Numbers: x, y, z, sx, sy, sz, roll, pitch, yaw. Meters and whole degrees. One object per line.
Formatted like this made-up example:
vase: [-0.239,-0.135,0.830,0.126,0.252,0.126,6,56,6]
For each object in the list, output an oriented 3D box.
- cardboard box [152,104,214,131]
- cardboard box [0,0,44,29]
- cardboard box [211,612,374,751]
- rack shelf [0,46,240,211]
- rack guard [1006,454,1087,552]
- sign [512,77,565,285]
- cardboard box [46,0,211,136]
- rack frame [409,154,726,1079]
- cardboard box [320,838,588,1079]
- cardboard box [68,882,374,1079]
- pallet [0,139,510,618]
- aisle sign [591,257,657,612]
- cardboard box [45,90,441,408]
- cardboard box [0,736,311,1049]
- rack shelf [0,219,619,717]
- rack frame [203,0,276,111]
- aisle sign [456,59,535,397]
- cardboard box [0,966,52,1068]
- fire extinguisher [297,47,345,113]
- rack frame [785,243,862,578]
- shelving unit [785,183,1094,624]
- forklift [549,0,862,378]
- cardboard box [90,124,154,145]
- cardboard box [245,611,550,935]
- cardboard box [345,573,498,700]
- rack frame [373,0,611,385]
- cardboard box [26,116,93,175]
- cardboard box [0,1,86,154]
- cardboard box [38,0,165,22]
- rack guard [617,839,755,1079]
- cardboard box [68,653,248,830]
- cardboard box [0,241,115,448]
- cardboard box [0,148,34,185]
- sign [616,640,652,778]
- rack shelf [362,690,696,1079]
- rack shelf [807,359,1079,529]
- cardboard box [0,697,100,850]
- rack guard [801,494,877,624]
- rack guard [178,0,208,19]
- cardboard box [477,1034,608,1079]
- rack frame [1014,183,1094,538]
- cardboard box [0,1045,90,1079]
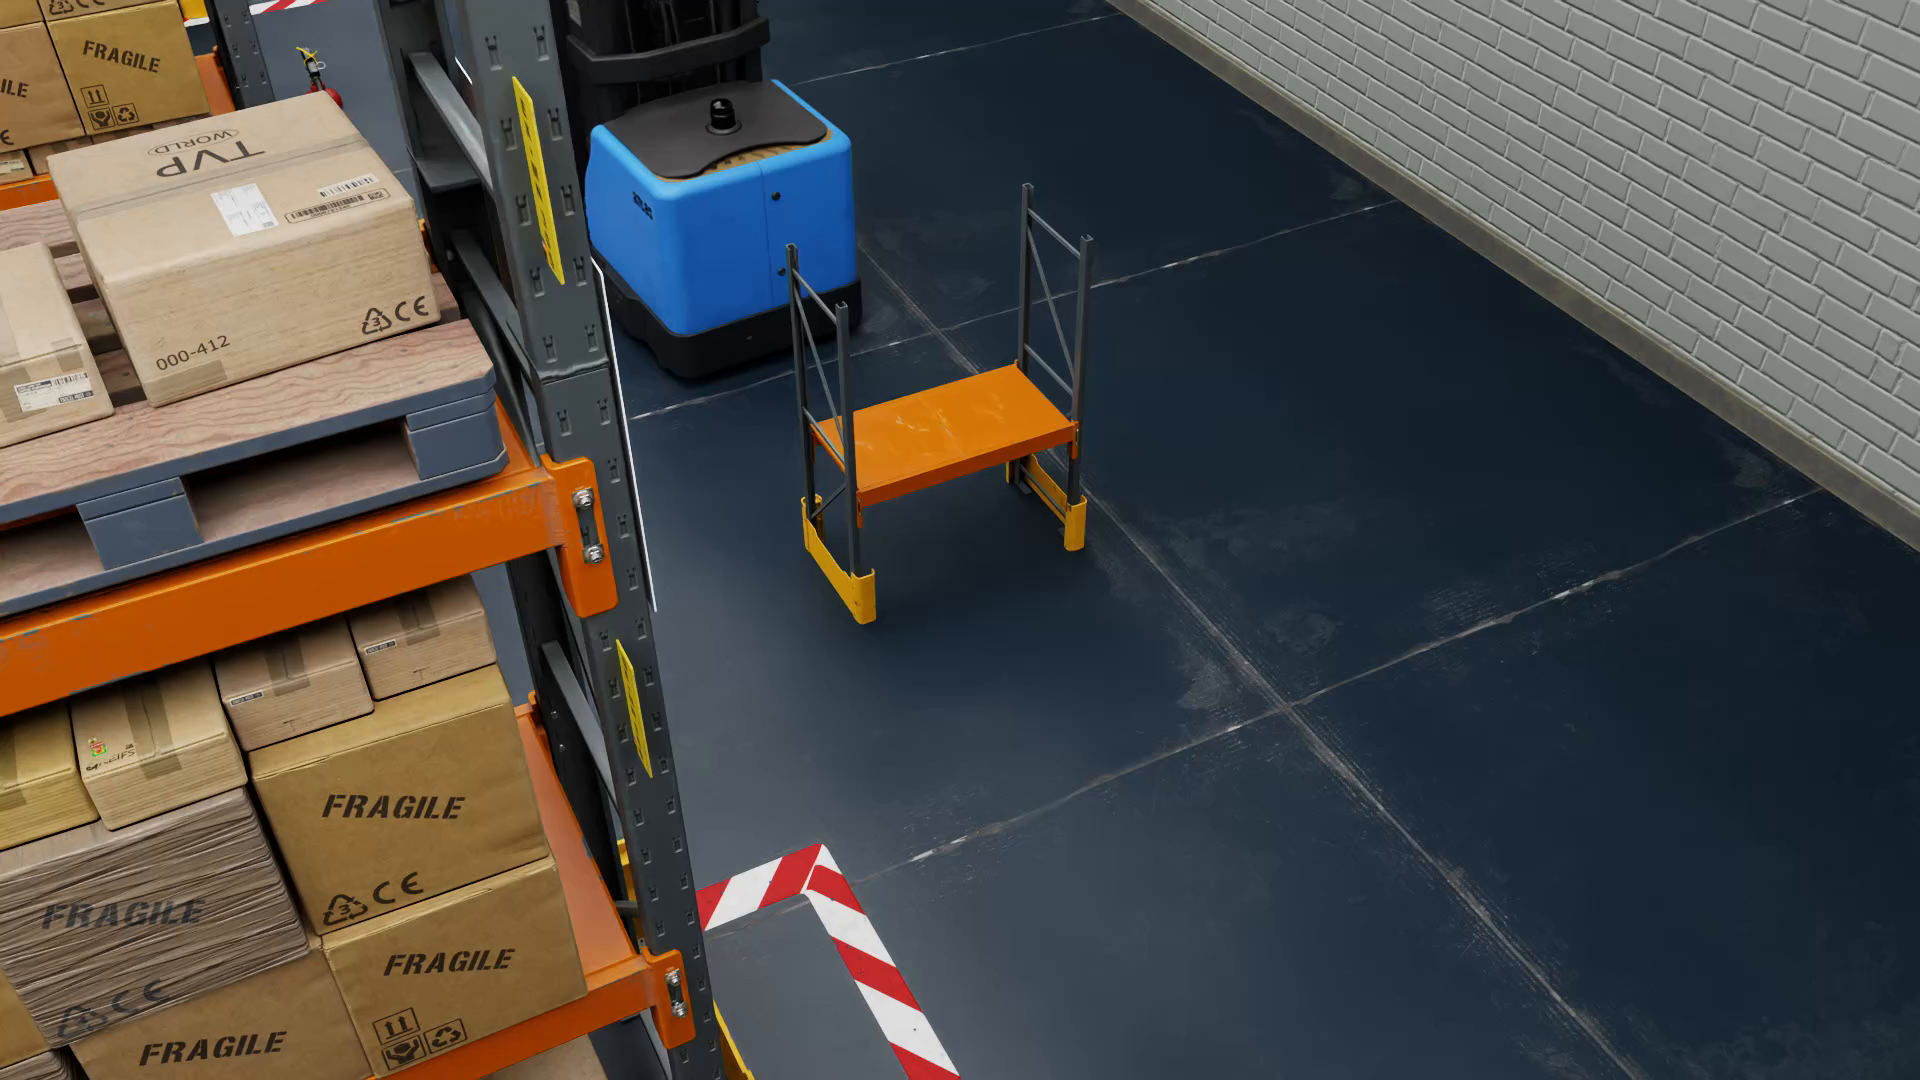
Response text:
cardboard box: [-3.446,-1.884,7.348,0.250,0.149,0.380,-19,44,-21]
cardboard box: [-4.028,-2.342,6.614,0.500,0.500,0.500,-20,44,-22]
cardboard box: [-1.351,0.211,3.325,0.250,0.149,0.380,-18,43,-20]
rack shelf: [-5.062,-1.368,7.101,4.000,0.370,1.077,-19,44,-21]
rack guard: [0.374,-0.221,7.318,0.087,0.250,0.587,-19,44,-21]
sign: [-0.673,-0.570,2.656,0.005,0.325,0.100,-19,44,-21]
cardboard box: [-3.567,-2.109,7.112,0.500,0.500,0.500,-18,43,-20]
rack frame: [-0.912,0.567,4.258,0.127,3.000,1.000,-19,44,-21]
cardboard box: [-1.217,0.825,3.877,0.500,0.500,0.500,-18,44,-20]
cardboard box: [-1.669,0.966,3.710,0.500,0.500,0.500,-20,44,-22]
pallet: [-1.565,-0.316,3.049,1.213,0.211,1.003,-19,44,-21]
aisle sign: [-0.705,-0.269,3.234,0.004,0.787,0.394,-19,44,-21]
cardboard box: [-1.269,-0.533,2.950,0.500,0.250,0.500,-23,45,-24]
cardboard box: [-1.679,0.601,3.367,0.500,0.500,0.500,-18,44,-20]
rack shelf: [-2.685,0.294,2.816,4.000,0.370,1.077,-19,44,-21]
rack frame: [-3.288,-2.239,7.573,0.127,3.000,1.000,-19,44,-21]
aisle sign: [-0.982,-0.613,3.640,0.004,0.787,0.394,-19,44,-21]
cardboard box: [-2.119,0.746,3.195,0.500,0.500,0.500,-19,44,-21]
fire extinguisher: [-2.851,-1.878,7.495,0.183,0.674,0.296,-19,44,-21]
rack frame: [-0.527,-0.395,6.556,0.032,1.500,0.500,-19,44,-21]
shelving unit: [-0.068,-0.550,6.739,1.083,1.500,0.587,-19,44,-21]
forklift: [-1.708,-2.833,8.328,1.130,2.935,3.031,-22,45,-24]
cardboard box: [-3.684,-1.831,7.286,0.250,0.149,0.380,-19,44,-21]
cardboard box: [-1.229,0.428,3.572,0.500,0.500,0.500,-17,43,-19]
cardboard box: [-1.137,0.122,3.431,0.250,0.149,0.380,-18,43,-20]
rack frame: [-0.912,-1.722,2.320,0.127,3.000,1.000,-19,44,-21]
cardboard box: [-3.900,-1.748,7.187,0.250,0.149,0.380,-19,44,-21]
cardboard box: [-4.027,-1.958,6.934,0.500,0.500,0.500,-19,44,-21]
cardboard box: [-3.579,-2.493,6.792,0.500,0.500,0.500,-19,44,-22]
rack guard: [-0.890,1.514,5.074,0.348,0.500,1.175,-19,44,-21]
cardboard box: [-1.541,0.337,3.177,0.250,0.149,0.380,-19,44,-21]
cardboard box: [-1.604,-0.323,2.781,0.250,0.149,0.380,-22,45,-24]
cardboard box: [-4.115,-1.658,7.082,0.250,0.149,0.380,-17,43,-20]
sign: [-0.673,0.350,3.435,0.005,0.325,0.100,-19,44,-21]
rack shelf: [-2.685,1.439,3.785,4.000,0.370,1.077,-19,44,-21]
rack shelf: [-0.076,-0.410,6.852,1.000,0.185,0.538,-19,44,-21]
cardboard box: [-1.784,0.388,3.116,0.250,0.149,0.380,-18,43,-20]
rack guard: [-0.509,0.076,6.967,0.087,0.250,0.587,-19,44,-21]
rack guard: [-5.468,-4.164,11.783,0.348,0.500,1.175,-19,44,-21]
cardboard box: [-1.451,1.639,4.650,0.875,0.438,0.875,-20,44,-22]
rack frame: [0.375,-0.699,6.915,0.032,1.500,0.500,-19,44,-21]
cardboard box: [-2.121,1.125,3.522,0.500,0.500,0.500,-17,43,-19]
